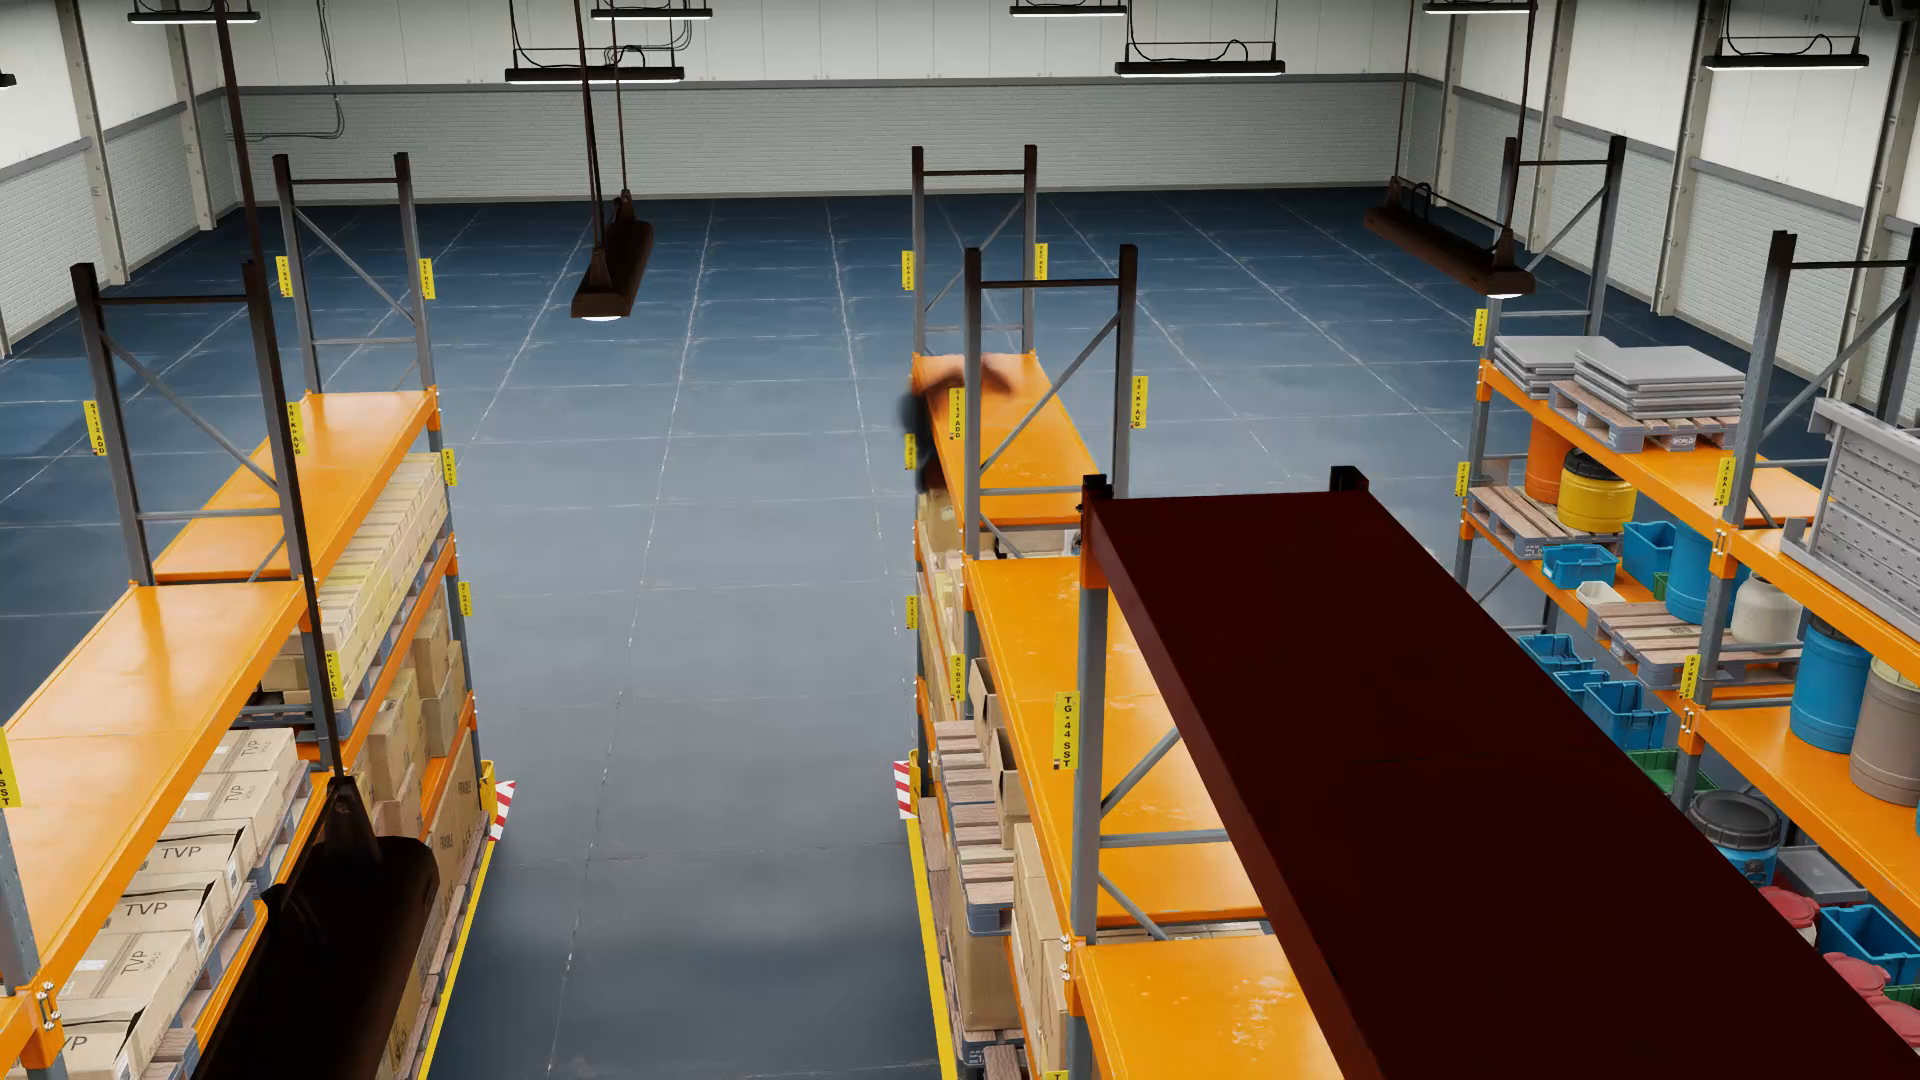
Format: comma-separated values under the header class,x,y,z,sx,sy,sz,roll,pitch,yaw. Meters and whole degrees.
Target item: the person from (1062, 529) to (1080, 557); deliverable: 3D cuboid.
class,x,y,z,sx,sy,sz,roll,pitch,yaw
person,1.094,0.329,18.420,0.826,1.768,0.701,10,24,24
